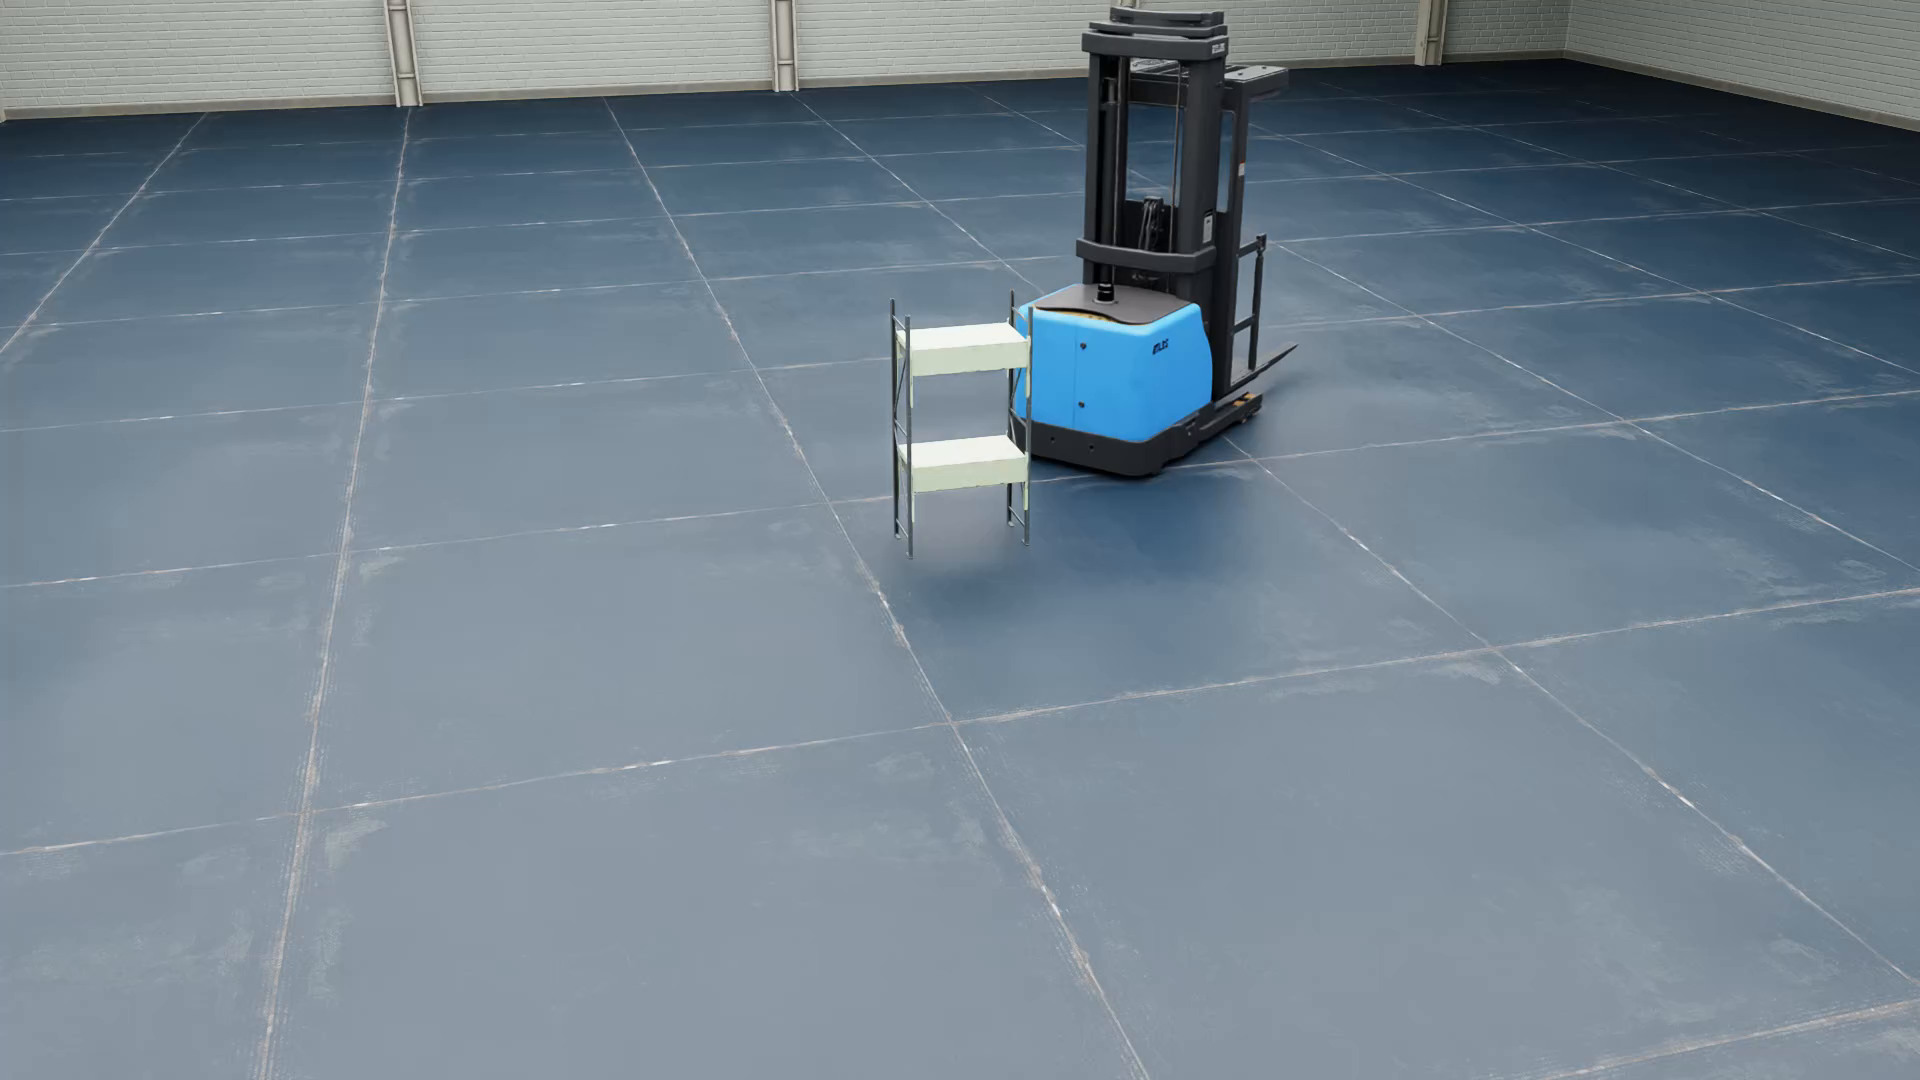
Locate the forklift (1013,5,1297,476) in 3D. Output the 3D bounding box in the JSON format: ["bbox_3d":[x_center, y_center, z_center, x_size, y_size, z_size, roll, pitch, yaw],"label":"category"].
[{"bbox_3d":[1.597,-2.300,11.893,1.130,2.935,3.031,15,27,31],"label":"forklift"}]

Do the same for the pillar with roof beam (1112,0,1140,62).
[{"bbox_3d":[4.027,-10.655,23.670,0.400,9.000,9.100,-6,24,-14],"label":"pillar with roof beam"}]

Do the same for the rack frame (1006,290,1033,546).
[{"bbox_3d":[0.359,-0.729,10.047,0.023,1.500,0.400,-6,24,-14],"label":"rack frame"}]

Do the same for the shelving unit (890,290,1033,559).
[{"bbox_3d":[0.006,-0.690,9.956,0.755,1.500,0.431,-6,24,-14],"label":"shelving unit"}]

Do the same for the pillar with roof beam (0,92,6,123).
[{"bbox_3d":[-13.304,-8.738,19.202,0.400,9.000,9.100,-6,24,-14],"label":"pillar with roof beam"}]

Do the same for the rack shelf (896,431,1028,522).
[{"bbox_3d":[0.006,-0.390,10.084,0.720,0.370,0.431,-6,24,-14],"label":"rack shelf"}]

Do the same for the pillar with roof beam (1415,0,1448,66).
[{"bbox_3d":[9.804,-11.294,25.159,0.400,9.000,9.100,-6,24,-14],"label":"pillar with roof beam"}]

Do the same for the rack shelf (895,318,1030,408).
[{"bbox_3d":[0.006,-1.049,9.802,0.720,0.370,0.431,-6,24,-14],"label":"rack shelf"}]

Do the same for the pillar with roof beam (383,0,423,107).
[{"bbox_3d":[-7.527,-9.377,20.691,0.400,9.000,9.100,-6,24,-14],"label":"pillar with roof beam"}]

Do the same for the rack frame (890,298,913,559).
[{"bbox_3d":[-0.346,-0.651,9.865,0.023,1.500,0.400,-6,24,-14],"label":"rack frame"}]

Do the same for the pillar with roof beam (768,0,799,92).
[{"bbox_3d":[-1.750,-10.016,22.180,0.400,9.000,9.100,-6,24,-14],"label":"pillar with roof beam"}]
